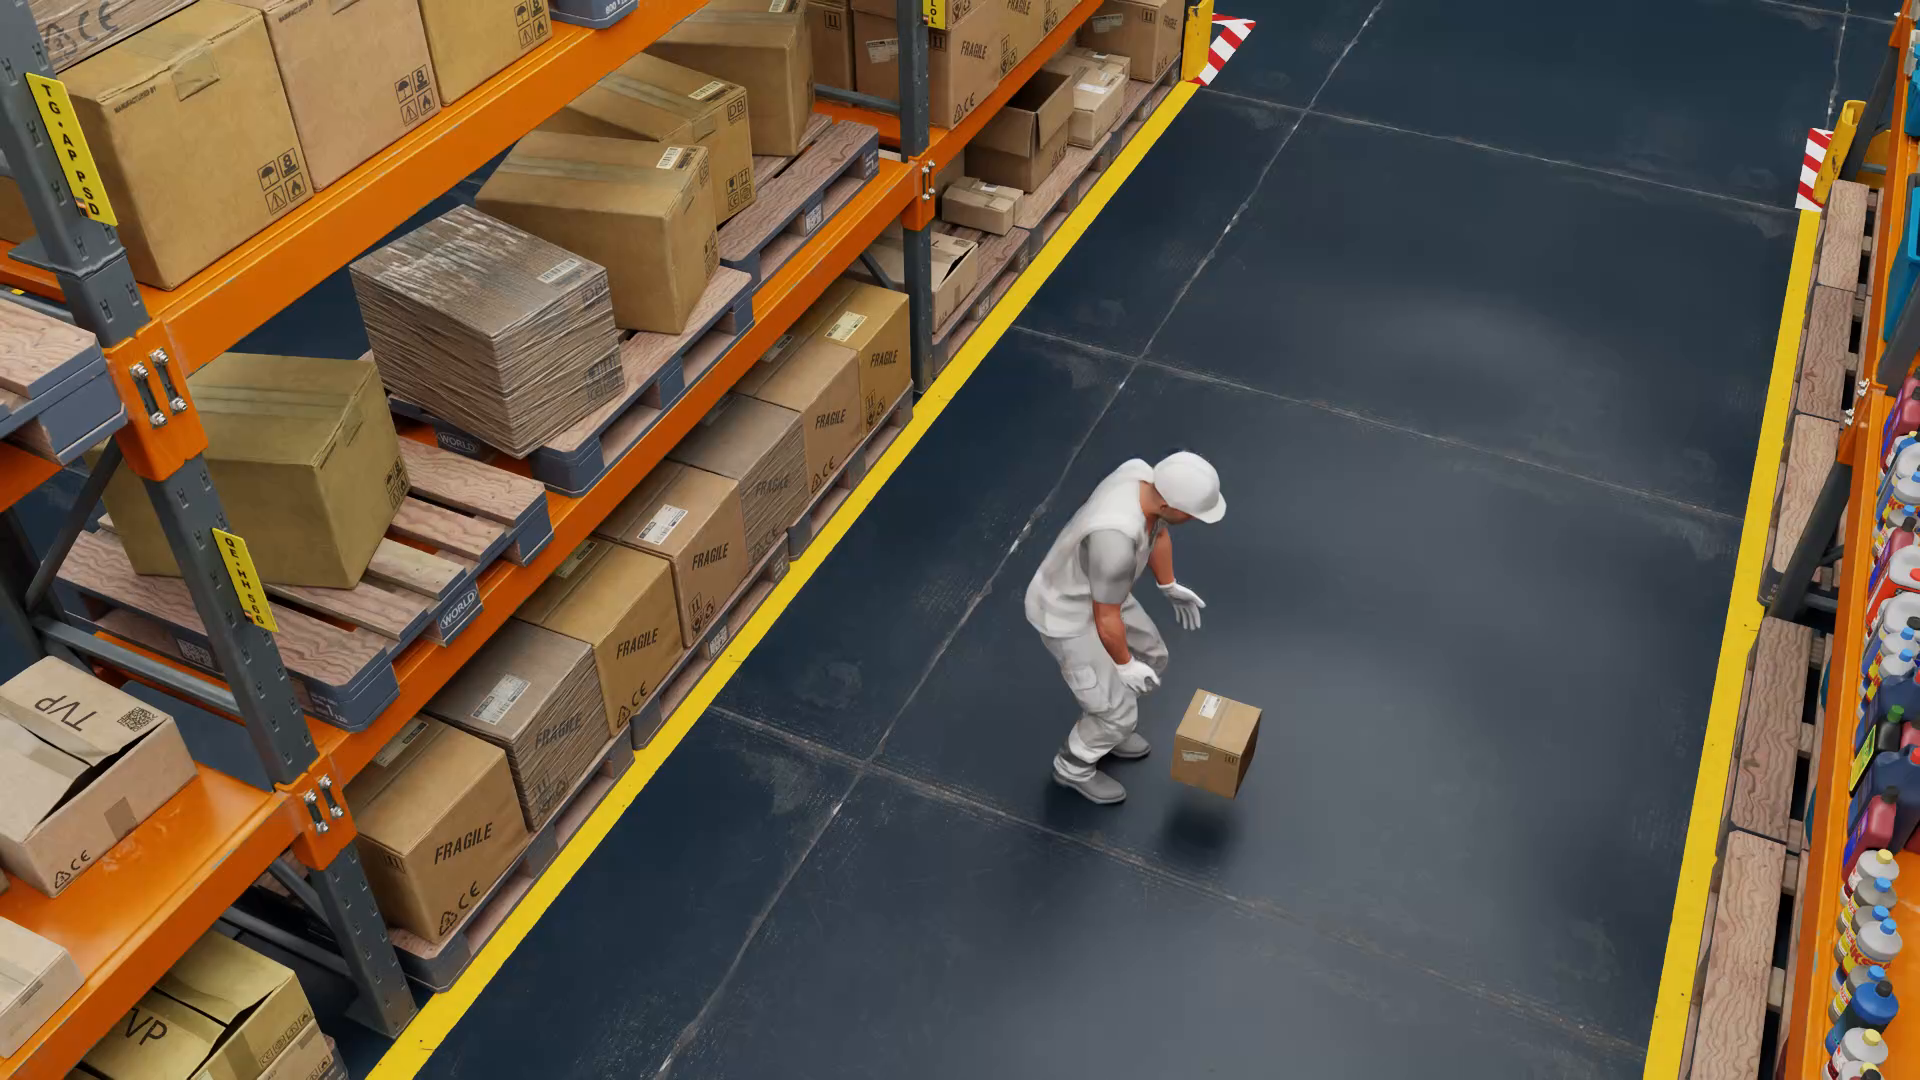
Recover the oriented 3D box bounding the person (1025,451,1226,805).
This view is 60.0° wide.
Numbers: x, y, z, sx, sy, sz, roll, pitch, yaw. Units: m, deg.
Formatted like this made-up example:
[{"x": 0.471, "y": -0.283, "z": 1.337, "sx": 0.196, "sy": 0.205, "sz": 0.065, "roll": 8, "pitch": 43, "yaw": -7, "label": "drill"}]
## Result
[{"x": 0.578, "y": 0.271, "z": 5.995, "sx": 0.647, "sy": 1.580, "sz": 0.575, "roll": 18, "pitch": 45, "yaw": 19, "label": "person"}]
